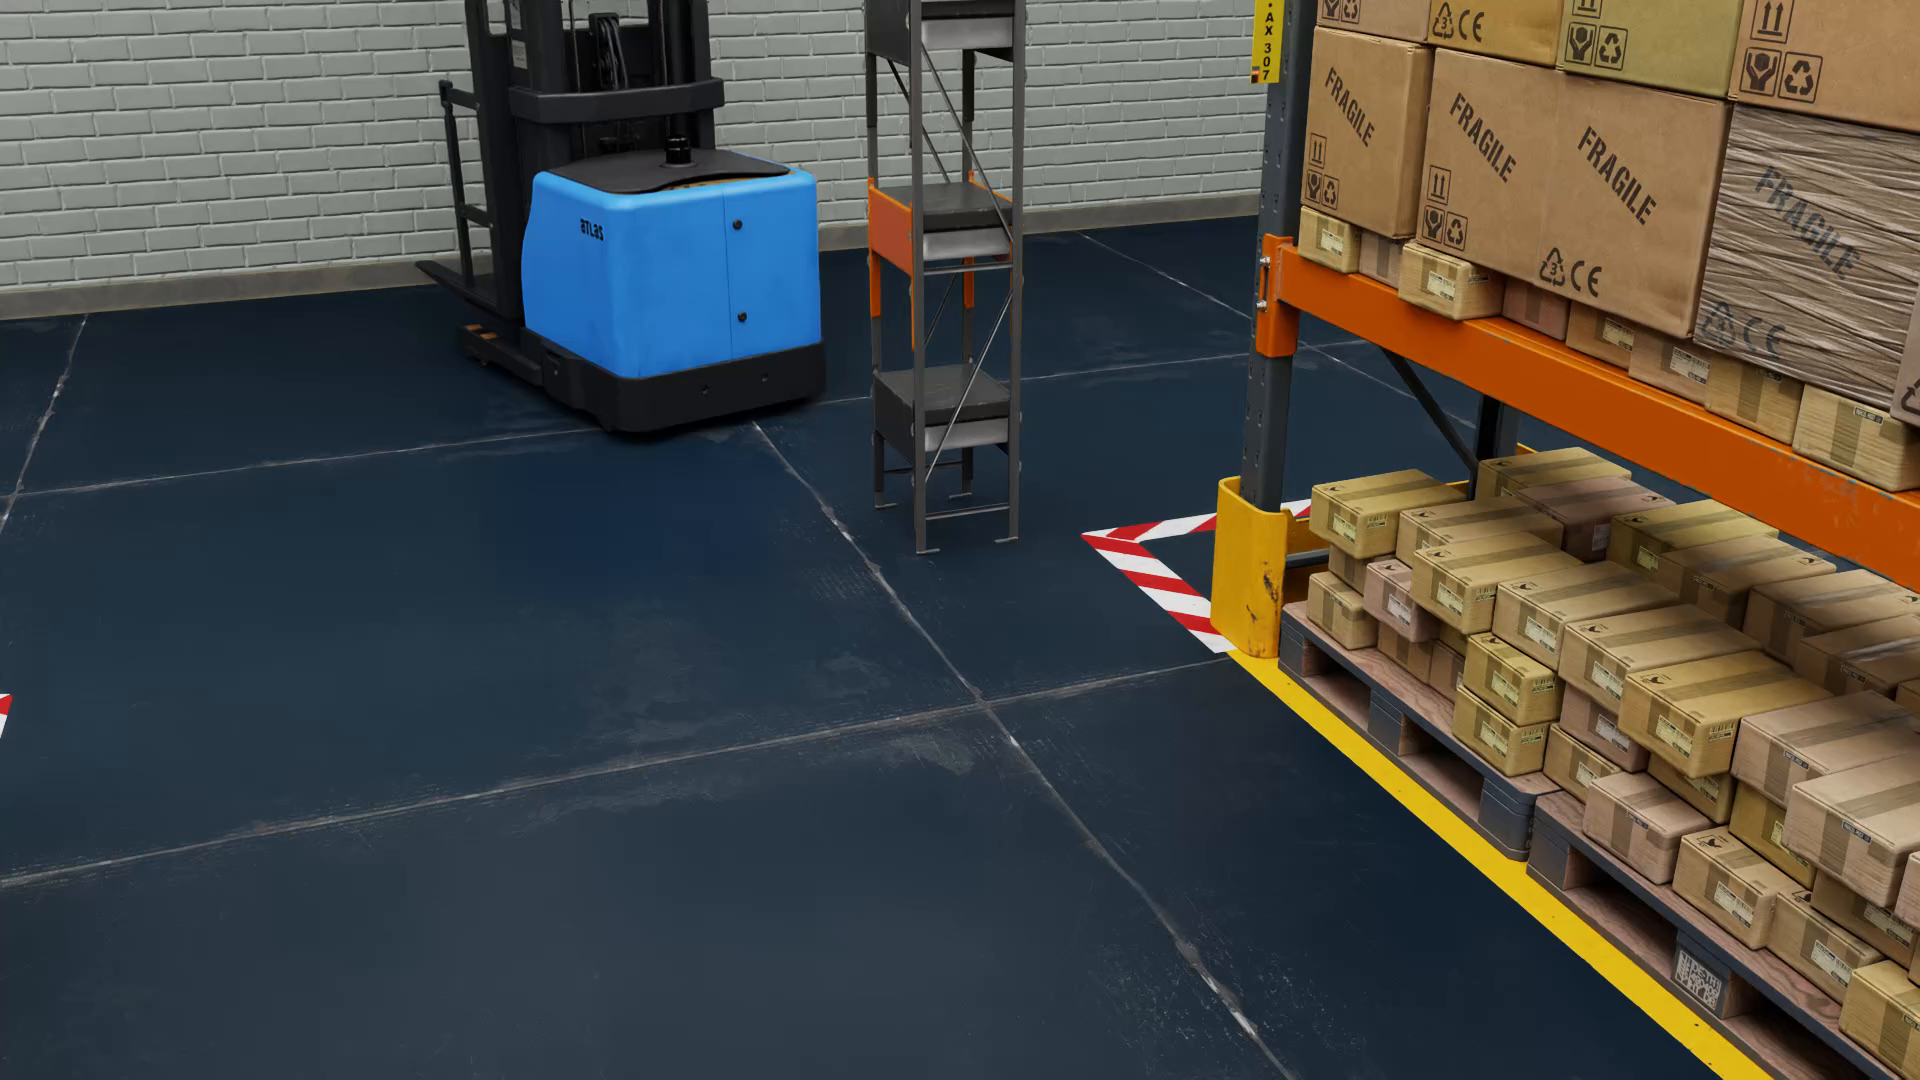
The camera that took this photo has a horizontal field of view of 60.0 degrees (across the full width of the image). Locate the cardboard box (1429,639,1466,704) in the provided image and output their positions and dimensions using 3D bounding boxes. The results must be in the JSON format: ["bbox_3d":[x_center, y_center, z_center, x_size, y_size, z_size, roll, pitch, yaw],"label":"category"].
[{"bbox_3d":[1.550,0.365,4.652,0.380,0.149,0.250,-8,24,-18],"label":"cardboard box"}]

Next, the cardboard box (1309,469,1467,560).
[{"bbox_3d":[1.269,-0.080,4.941,0.380,0.149,0.250,-10,25,-21],"label":"cardboard box"}]

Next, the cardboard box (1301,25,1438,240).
[{"bbox_3d":[1.302,-1.145,4.593,0.500,0.500,0.500,-7,24,-16],"label":"cardboard box"}]

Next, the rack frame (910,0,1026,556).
[{"bbox_3d":[0.028,-0.939,5.775,0.400,2.100,0.015,-8,24,-19],"label":"rack frame"}]

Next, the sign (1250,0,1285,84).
[{"bbox_3d":[0.894,-1.487,4.802,0.100,0.325,0.005,-8,24,-19],"label":"sign"}]

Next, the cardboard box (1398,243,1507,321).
[{"bbox_3d":[1.383,-0.692,4.354,0.380,0.149,0.250,-9,24,-20],"label":"cardboard box"}]

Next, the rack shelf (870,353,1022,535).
[{"bbox_3d":[-0.058,-0.370,6.262,0.431,0.518,0.480,-8,24,-19],"label":"rack shelf"}]

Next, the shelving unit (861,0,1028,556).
[{"bbox_3d":[-0.058,-1.028,5.985,0.431,2.100,0.503,-8,24,-19],"label":"shelving unit"}]

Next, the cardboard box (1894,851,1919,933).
[{"bbox_3d":[2.022,0.676,3.149,0.380,0.149,0.250,-10,25,-22],"label":"cardboard box"}]

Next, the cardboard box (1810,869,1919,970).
[{"bbox_3d":[2.006,0.717,3.434,0.380,0.149,0.250,-10,25,-21],"label":"cardboard box"}]

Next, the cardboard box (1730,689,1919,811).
[{"bbox_3d":[1.930,0.474,3.627,0.380,0.149,0.250,-8,24,-19],"label":"cardboard box"}]

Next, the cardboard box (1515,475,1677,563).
[{"bbox_3d":[1.860,-0.060,4.894,0.380,0.149,0.250,-8,24,-18],"label":"cardboard box"}]

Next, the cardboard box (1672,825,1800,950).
[{"bbox_3d":[1.846,0.752,3.734,0.380,0.149,0.250,-8,24,-19],"label":"cardboard box"}]

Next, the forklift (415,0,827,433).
[{"bbox_3d":[-1.906,-2.323,7.989,1.130,2.935,3.031,-16,28,-34],"label":"forklift"}]

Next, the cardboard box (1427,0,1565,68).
[{"bbox_3d":[1.496,-1.425,3.969,0.500,0.500,0.500,-8,24,-17],"label":"cardboard box"}]

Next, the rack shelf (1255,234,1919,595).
[{"bbox_3d":[2.108,-0.105,3.562,1.077,0.370,4.000,-8,24,-19],"label":"rack shelf"}]

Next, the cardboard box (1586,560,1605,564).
[{"bbox_3d":[1.897,0.075,4.956,0.380,0.149,0.250,-9,24,-20],"label":"cardboard box"}]

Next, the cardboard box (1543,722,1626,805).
[{"bbox_3d":[1.717,0.552,4.207,0.380,0.149,0.250,-8,24,-19],"label":"cardboard box"}]

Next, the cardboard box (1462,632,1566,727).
[{"bbox_3d":[1.549,0.338,4.333,0.380,0.149,0.250,-8,24,-17],"label":"cardboard box"}]

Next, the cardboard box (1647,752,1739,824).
[{"bbox_3d":[1.866,0.514,3.915,0.380,0.149,0.250,-7,24,-16],"label":"cardboard box"}]

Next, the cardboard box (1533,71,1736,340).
[{"bbox_3d":[1.676,-0.774,3.713,0.500,0.500,0.500,-8,24,-18],"label":"cardboard box"}]

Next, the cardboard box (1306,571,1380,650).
[{"bbox_3d":[1.287,0.192,5.063,0.380,0.149,0.250,-8,24,-18],"label":"cardboard box"}]

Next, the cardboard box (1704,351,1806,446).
[{"bbox_3d":[1.808,-0.325,3.481,0.380,0.149,0.250,-7,24,-17],"label":"cardboard box"}]

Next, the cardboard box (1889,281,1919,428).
[{"bbox_3d":[2.022,-0.399,2.823,0.500,0.500,0.500,-8,24,-19],"label":"cardboard box"}]

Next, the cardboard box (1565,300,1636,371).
[{"bbox_3d":[1.675,-0.515,3.934,0.380,0.149,0.250,-9,24,-20],"label":"cardboard box"}]

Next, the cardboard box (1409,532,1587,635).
[{"bbox_3d":[1.448,0.113,4.484,0.380,0.149,0.250,-8,24,-19],"label":"cardboard box"}]

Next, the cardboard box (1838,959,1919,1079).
[{"bbox_3d":[1.991,0.939,3.290,0.380,0.149,0.250,-8,24,-19],"label":"cardboard box"}]

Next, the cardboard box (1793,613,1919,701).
[{"bbox_3d":[2.239,0.320,3.992,0.380,0.149,0.250,-9,25,-21],"label":"cardboard box"}]

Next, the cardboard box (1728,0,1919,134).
[{"bbox_3d":[1.842,-1.048,3.075,0.500,0.500,0.500,-9,25,-21],"label":"cardboard box"}]

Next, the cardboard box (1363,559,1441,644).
[{"bbox_3d":[1.390,0.153,4.771,0.380,0.149,0.250,-8,24,-19],"label":"cardboard box"}]

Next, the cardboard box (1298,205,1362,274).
[{"bbox_3d":[1.209,-0.884,4.810,0.380,0.149,0.250,-9,24,-19],"label":"cardboard box"}]

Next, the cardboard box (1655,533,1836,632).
[{"bbox_3d":[2.103,0.119,4.468,0.380,0.149,0.250,-9,25,-21],"label":"cardboard box"}]

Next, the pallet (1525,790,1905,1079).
[{"bbox_3d":[2.109,0.892,3.861,1.003,0.211,1.213,-8,24,-19],"label":"pallet"}]

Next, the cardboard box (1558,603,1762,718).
[{"bbox_3d":[1.702,0.294,4.055,0.380,0.149,0.250,-7,24,-17],"label":"cardboard box"}]
